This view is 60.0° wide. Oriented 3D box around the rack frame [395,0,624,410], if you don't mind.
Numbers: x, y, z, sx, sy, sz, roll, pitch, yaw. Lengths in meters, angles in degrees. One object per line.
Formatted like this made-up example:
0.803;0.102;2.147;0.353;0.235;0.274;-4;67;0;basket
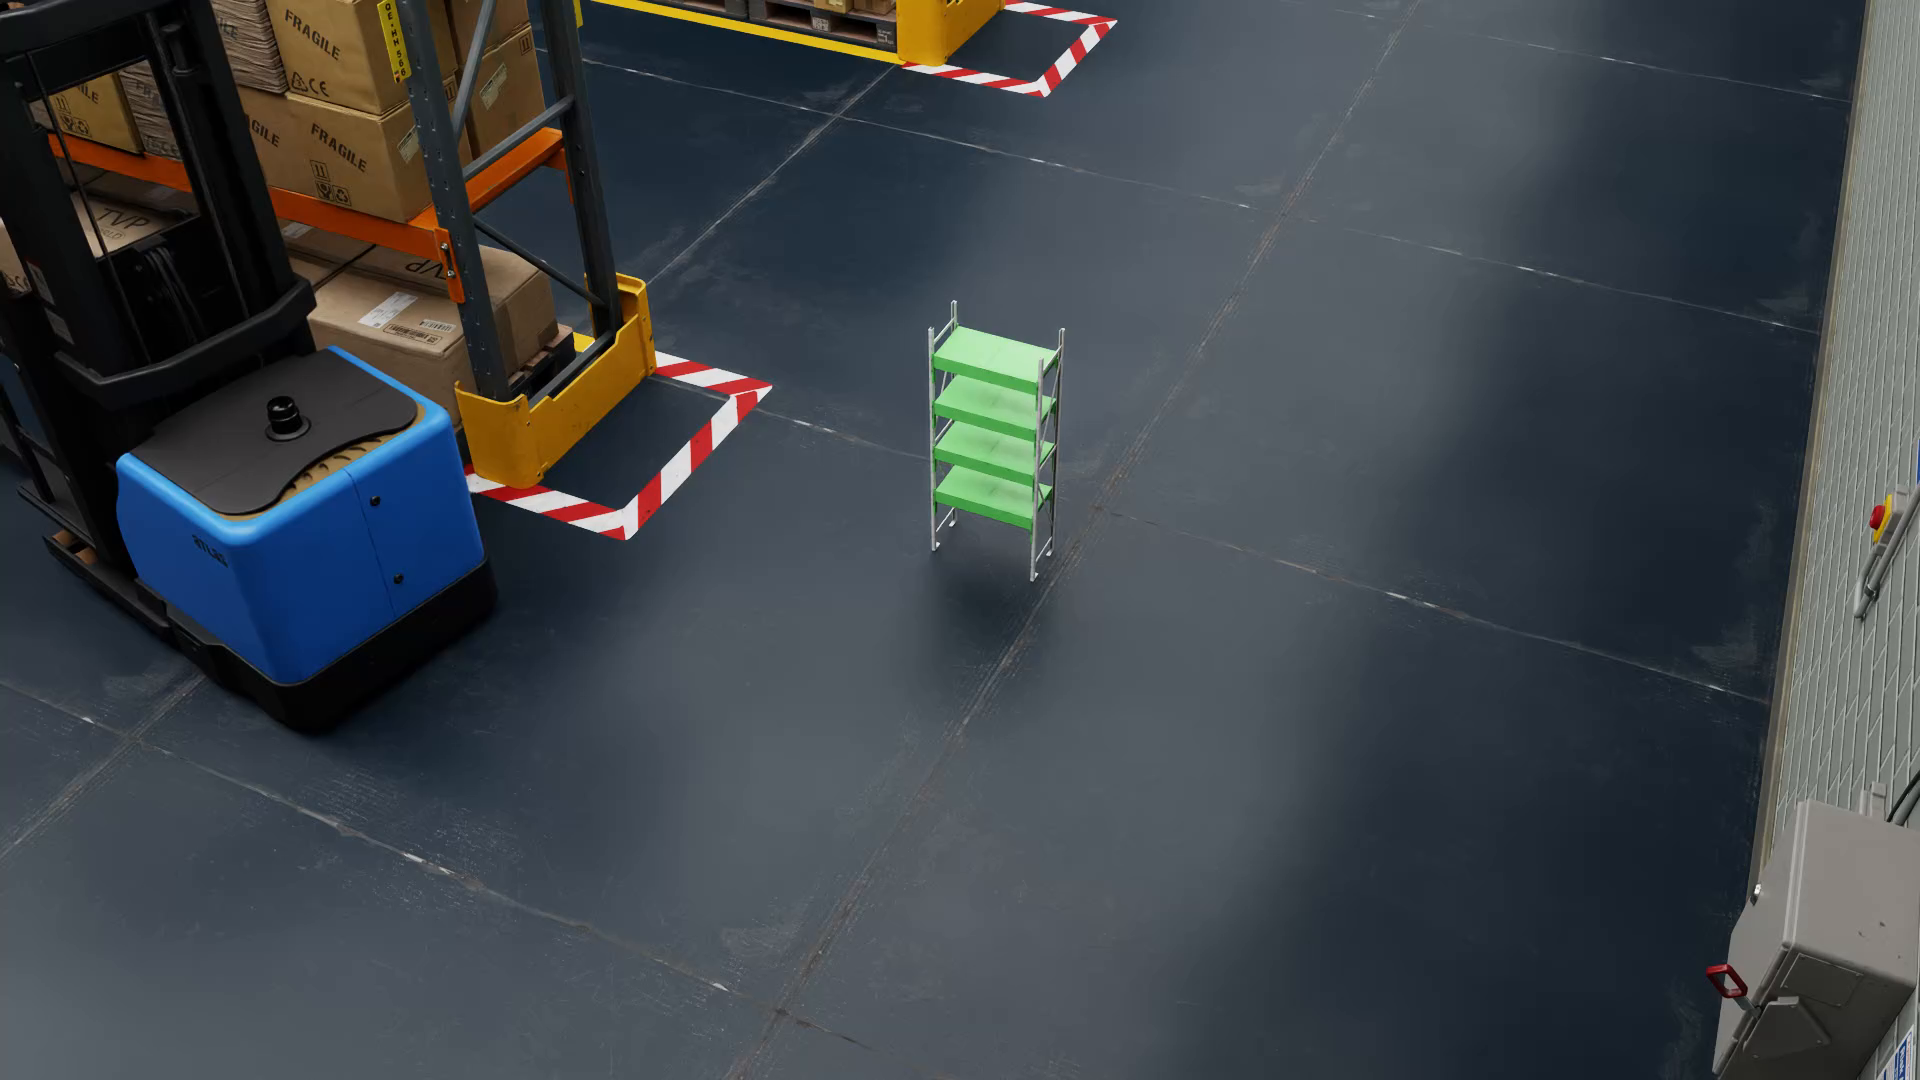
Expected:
-1.982;-1.760;7.375;0.127;3.000;1.000;17;44;19;rack frame

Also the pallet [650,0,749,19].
-1.873;-4.279;12.409;1.213;0.211;1.003;17;44;19;pallet

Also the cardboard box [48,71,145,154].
-3.923;-2.195;7.799;0.500;0.500;0.500;18;44;20;cardboard box

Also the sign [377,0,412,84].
-2.224;-1.969;6.551;0.005;0.325;0.100;17;44;19;sign

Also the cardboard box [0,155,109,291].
-5.083;-1.821;9.080;0.875;0.438;0.875;16;44;18;cardboard box

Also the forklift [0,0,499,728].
-3.478;-1.157;6.731;3.031;2.935;1.130;27;48;28;forklift

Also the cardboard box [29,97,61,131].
-4.390;-2.337;7.964;0.500;0.500;0.500;17;44;19;cardboard box

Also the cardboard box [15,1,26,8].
-3.907;-2.575;7.475;0.500;0.500;0.500;17;44;18;cardboard box

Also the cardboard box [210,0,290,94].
-3.006;-2.296;7.152;0.500;0.500;0.500;17;44;19;cardboard box

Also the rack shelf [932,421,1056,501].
0.150;-0.359;7.230;0.480;0.148;0.258;17;44;19;rack shelf

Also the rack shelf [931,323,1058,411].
0.150;-0.722;6.916;0.480;0.148;0.258;17;44;19;rack shelf

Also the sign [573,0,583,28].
-1.742;-2.445;7.443;0.005;0.325;0.100;17;44;19;sign

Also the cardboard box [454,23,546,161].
-2.296;-2.102;7.692;0.500;0.500;0.500;17;44;18;cardboard box

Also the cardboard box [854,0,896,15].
-0.546;-3.830;11.618;0.250;0.149;0.380;18;44;19;cardboard box

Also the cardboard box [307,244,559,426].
-2.623;-1.074;8.219;0.875;0.438;0.875;16;43;17;cardboard box

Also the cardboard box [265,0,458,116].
-2.520;-2.168;7.006;0.500;0.500;0.500;18;44;20;cardboard box

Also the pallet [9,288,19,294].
-4.951;-1.557;9.270;1.213;0.211;1.003;17;44;19;pallet

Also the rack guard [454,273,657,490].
-1.960;-0.809;8.186;0.348;0.500;1.175;17;44;19;rack guard

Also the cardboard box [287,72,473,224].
-2.531;-1.775;7.315;0.500;0.500;0.500;17;44;19;cardboard box

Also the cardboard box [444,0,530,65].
-2.297;-2.478;7.363;0.500;0.500;0.500;16;43;18;cardboard box

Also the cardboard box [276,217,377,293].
-3.455;-1.323;8.505;0.875;0.438;0.875;18;44;20;cardboard box

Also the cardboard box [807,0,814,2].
-1.025;-3.965;11.775;0.250;0.149;0.380;17;44;18;cardboard box

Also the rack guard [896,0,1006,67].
-0.050;-3.803;11.640;0.348;0.500;1.175;17;44;19;rack guard

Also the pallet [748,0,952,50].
-0.771;-3.940;12.018;1.213;0.211;1.003;17;44;19;pallet

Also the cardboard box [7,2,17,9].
-4.363;-2.716;7.637;0.500;0.500;0.500;18;44;19;cardboard box

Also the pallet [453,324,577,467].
-2.740;-0.882;8.490;1.213;0.211;1.003;17;44;19;pallet

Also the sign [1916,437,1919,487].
3.213;-0.327;5.514;0.001;0.218;0.327;17;44;19;sign

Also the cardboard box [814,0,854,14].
-0.822;-3.841;11.631;0.250;0.149;0.380;18;44;20;cardboard box

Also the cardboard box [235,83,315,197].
-2.980;-1.923;7.486;0.500;0.500;0.500;16;43;18;cardboard box

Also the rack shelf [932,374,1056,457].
0.150;-0.541;7.073;0.480;0.148;0.258;17;44;19;rack shelf

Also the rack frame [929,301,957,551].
-0.071;-0.475;7.266;0.015;1.200;0.240;17;44;19;rack frame

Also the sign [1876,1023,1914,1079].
2.096;1.380;3.824;0.001;0.494;0.329;17;44;19;sign

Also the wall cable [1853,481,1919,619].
3.138;-0.609;5.246;0.123;1.953;0.585;17;44;19;wall cable

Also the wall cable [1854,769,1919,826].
2.549;0.248;4.282;0.122;1.984;0.588;17;44;19;wall cable

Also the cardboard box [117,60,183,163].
-3.450;-2.059;7.643;0.500;0.500;0.500;18;44;20;cardboard box

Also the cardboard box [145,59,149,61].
-3.453;-2.434;7.313;0.500;0.500;0.500;17;44;18;cardboard box

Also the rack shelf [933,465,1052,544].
0.150;-0.178;7.387;0.480;0.148;0.258;17;44;19;rack shelf

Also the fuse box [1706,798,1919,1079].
2.117;1.480;4.619;0.414;1.711;0.539;17;44;19;fuse box

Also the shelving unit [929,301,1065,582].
0.150;-0.408;7.188;0.503;1.200;0.258;17;44;19;shelving unit

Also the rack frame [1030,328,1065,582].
0.371;-0.340;7.110;0.015;1.200;0.240;17;44;19;rack frame

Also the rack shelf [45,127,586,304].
-3.795;-2.042;8.249;4.000;0.370;1.077;17;44;19;rack shelf

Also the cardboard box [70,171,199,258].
-4.272;-1.574;8.795;0.875;0.438;0.875;16;43;17;cardboard box
